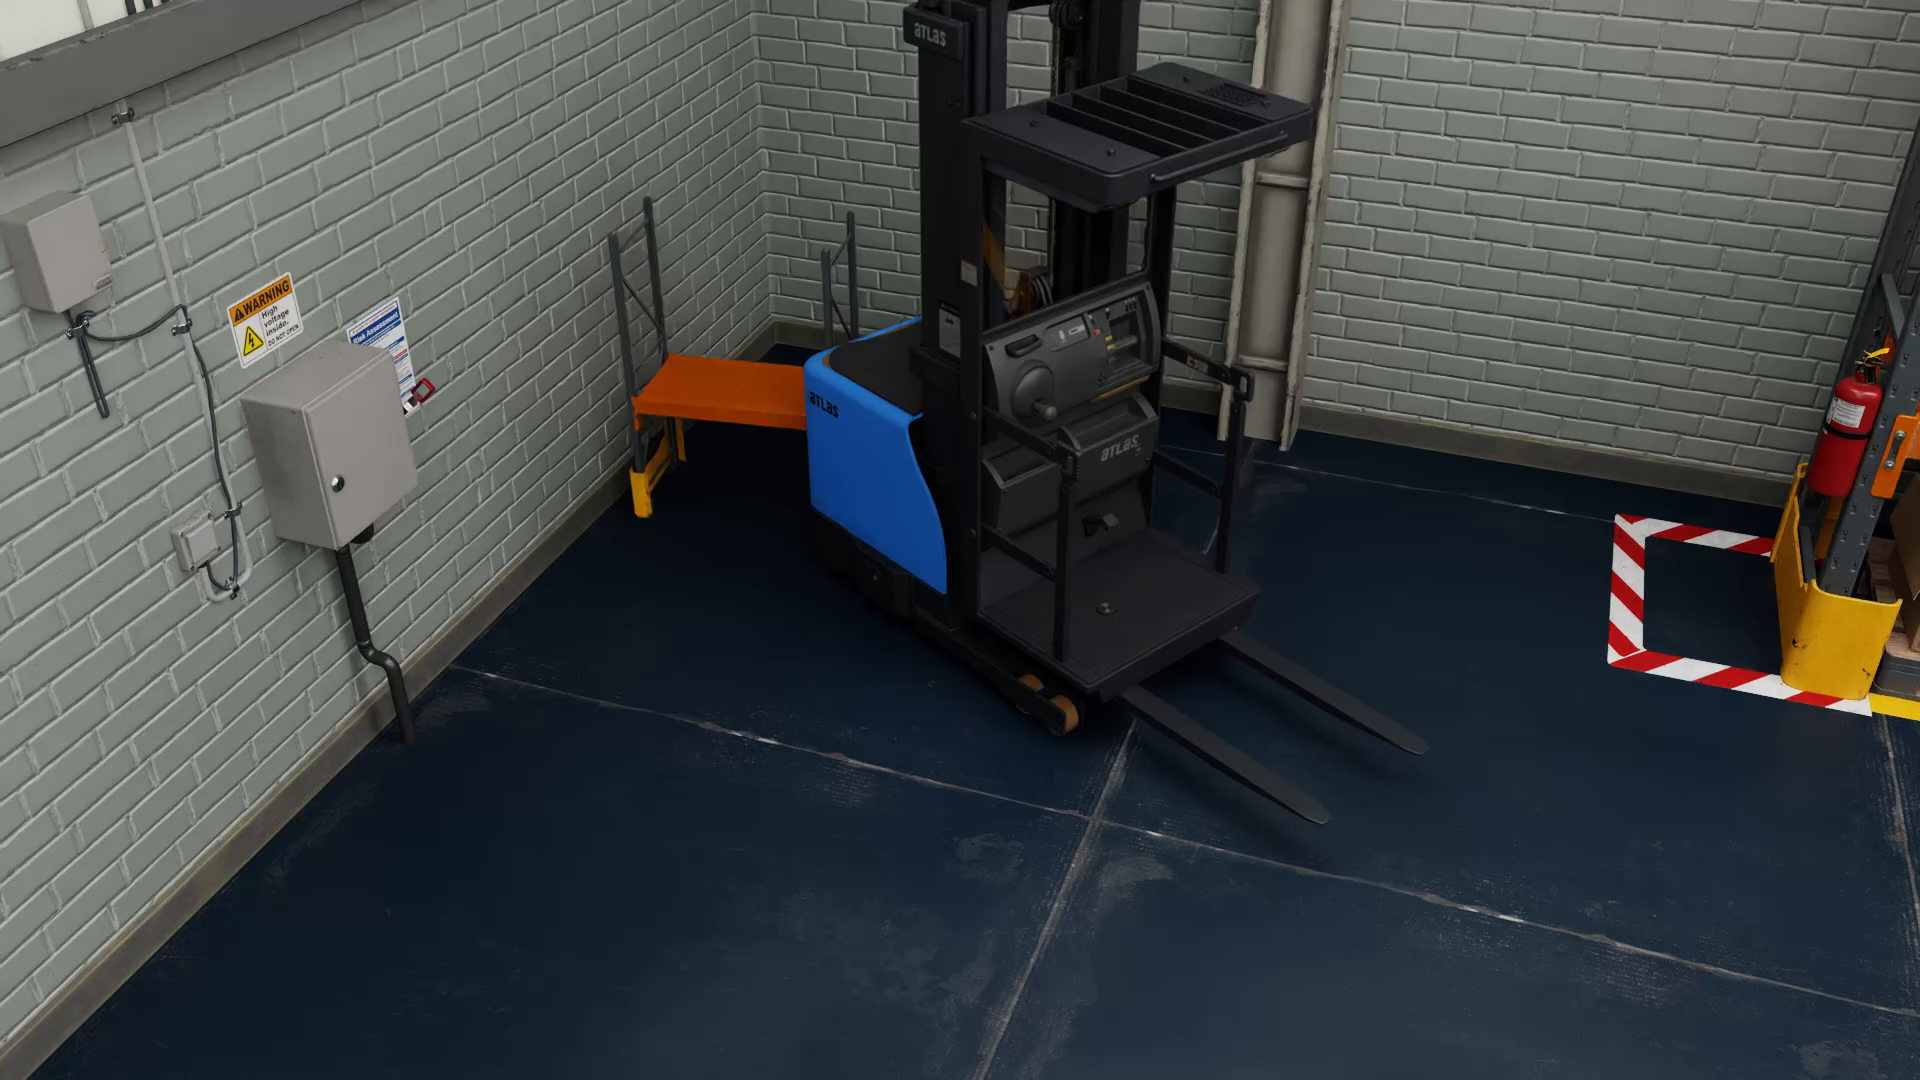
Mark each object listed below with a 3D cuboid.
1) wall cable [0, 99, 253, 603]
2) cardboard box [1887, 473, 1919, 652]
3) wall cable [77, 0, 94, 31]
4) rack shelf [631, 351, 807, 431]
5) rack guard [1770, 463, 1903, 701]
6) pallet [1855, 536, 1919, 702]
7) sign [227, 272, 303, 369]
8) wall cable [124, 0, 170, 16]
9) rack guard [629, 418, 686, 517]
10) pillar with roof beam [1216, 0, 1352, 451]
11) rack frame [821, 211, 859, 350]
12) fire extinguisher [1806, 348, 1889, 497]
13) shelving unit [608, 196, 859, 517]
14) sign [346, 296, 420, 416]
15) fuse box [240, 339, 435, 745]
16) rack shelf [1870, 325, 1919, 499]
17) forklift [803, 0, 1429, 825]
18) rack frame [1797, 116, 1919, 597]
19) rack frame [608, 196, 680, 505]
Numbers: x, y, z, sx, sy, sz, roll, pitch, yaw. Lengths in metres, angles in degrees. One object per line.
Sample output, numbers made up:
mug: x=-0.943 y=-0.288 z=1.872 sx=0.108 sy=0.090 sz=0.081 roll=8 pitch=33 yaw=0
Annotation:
wall cable: x=-2.644 y=-0.538 z=5.381 sx=0.122 sy=1.984 sz=0.588 roll=11 pitch=34 yaw=16
cardboard box: x=4.419 y=0.133 z=7.194 sx=0.637 sy=0.503 sz=0.797 roll=10 pitch=34 yaw=15
wall cable: x=-2.989 y=-2.166 z=3.308 sx=0.029 sy=3.000 sz=2.355 roll=11 pitch=34 yaw=16
rack shelf: x=-1.063 y=-0.702 z=8.286 sx=1.000 sy=0.185 sz=0.538 roll=6 pitch=33 yaw=10
rack guard: x=3.947 y=0.164 z=7.535 sx=0.348 sy=0.500 sz=1.175 roll=11 pitch=34 yaw=16
pallet: x=4.698 y=0.431 z=7.388 sx=1.213 sy=0.211 sz=1.003 roll=11 pitch=34 yaw=16
sign: x=-2.479 y=-0.787 z=5.943 sx=0.001 sy=0.242 sz=0.339 roll=11 pitch=34 yaw=16
wall cable: x=-2.014 y=-3.597 z=5.491 sx=0.133 sy=3.039 sz=2.988 roll=11 pitch=34 yaw=16
rack guard: x=-1.560 y=-0.382 z=8.611 sx=0.087 sy=0.250 sz=0.587 roll=6 pitch=33 yaw=10
pillar with roof beam: x=0.189 y=-2.176 z=3.324 sx=0.400 sy=9.000 sz=9.100 roll=11 pitch=34 yaw=16
rack frame: x=-0.565 y=-0.798 z=8.104 sx=0.032 sy=1.500 sz=0.500 roll=6 pitch=33 yaw=10
fire extinguisher: x=3.581 y=-0.502 z=6.677 sx=0.183 sy=0.674 sz=0.296 roll=11 pitch=34 yaw=16
shelving unit: x=-1.072 y=-0.854 z=8.190 sx=1.083 sy=1.500 sz=0.587 roll=6 pitch=33 yaw=10
sign: x=-2.294 y=-0.681 z=6.627 sx=0.001 sy=0.494 sz=0.329 roll=11 pitch=34 yaw=16
fuse box: x=-2.266 y=0.111 z=6.501 sx=0.414 sy=1.711 sz=0.539 roll=11 pitch=34 yaw=16
rack shelf: x=5.758 y=-0.232 z=6.507 sx=4.000 sy=0.370 sz=1.077 roll=11 pitch=34 yaw=16
forklift: x=0.613 y=-0.723 z=6.668 sx=1.130 sy=2.935 sz=3.031 roll=-25 pitch=40 yaw=-33
rack frame: x=3.875 y=-0.900 z=6.879 sx=0.127 sy=3.000 sz=1.000 roll=11 pitch=34 yaw=16
rack frame: x=-1.561 y=-0.907 z=8.272 sx=0.032 sy=1.500 sz=0.500 roll=6 pitch=33 yaw=10
